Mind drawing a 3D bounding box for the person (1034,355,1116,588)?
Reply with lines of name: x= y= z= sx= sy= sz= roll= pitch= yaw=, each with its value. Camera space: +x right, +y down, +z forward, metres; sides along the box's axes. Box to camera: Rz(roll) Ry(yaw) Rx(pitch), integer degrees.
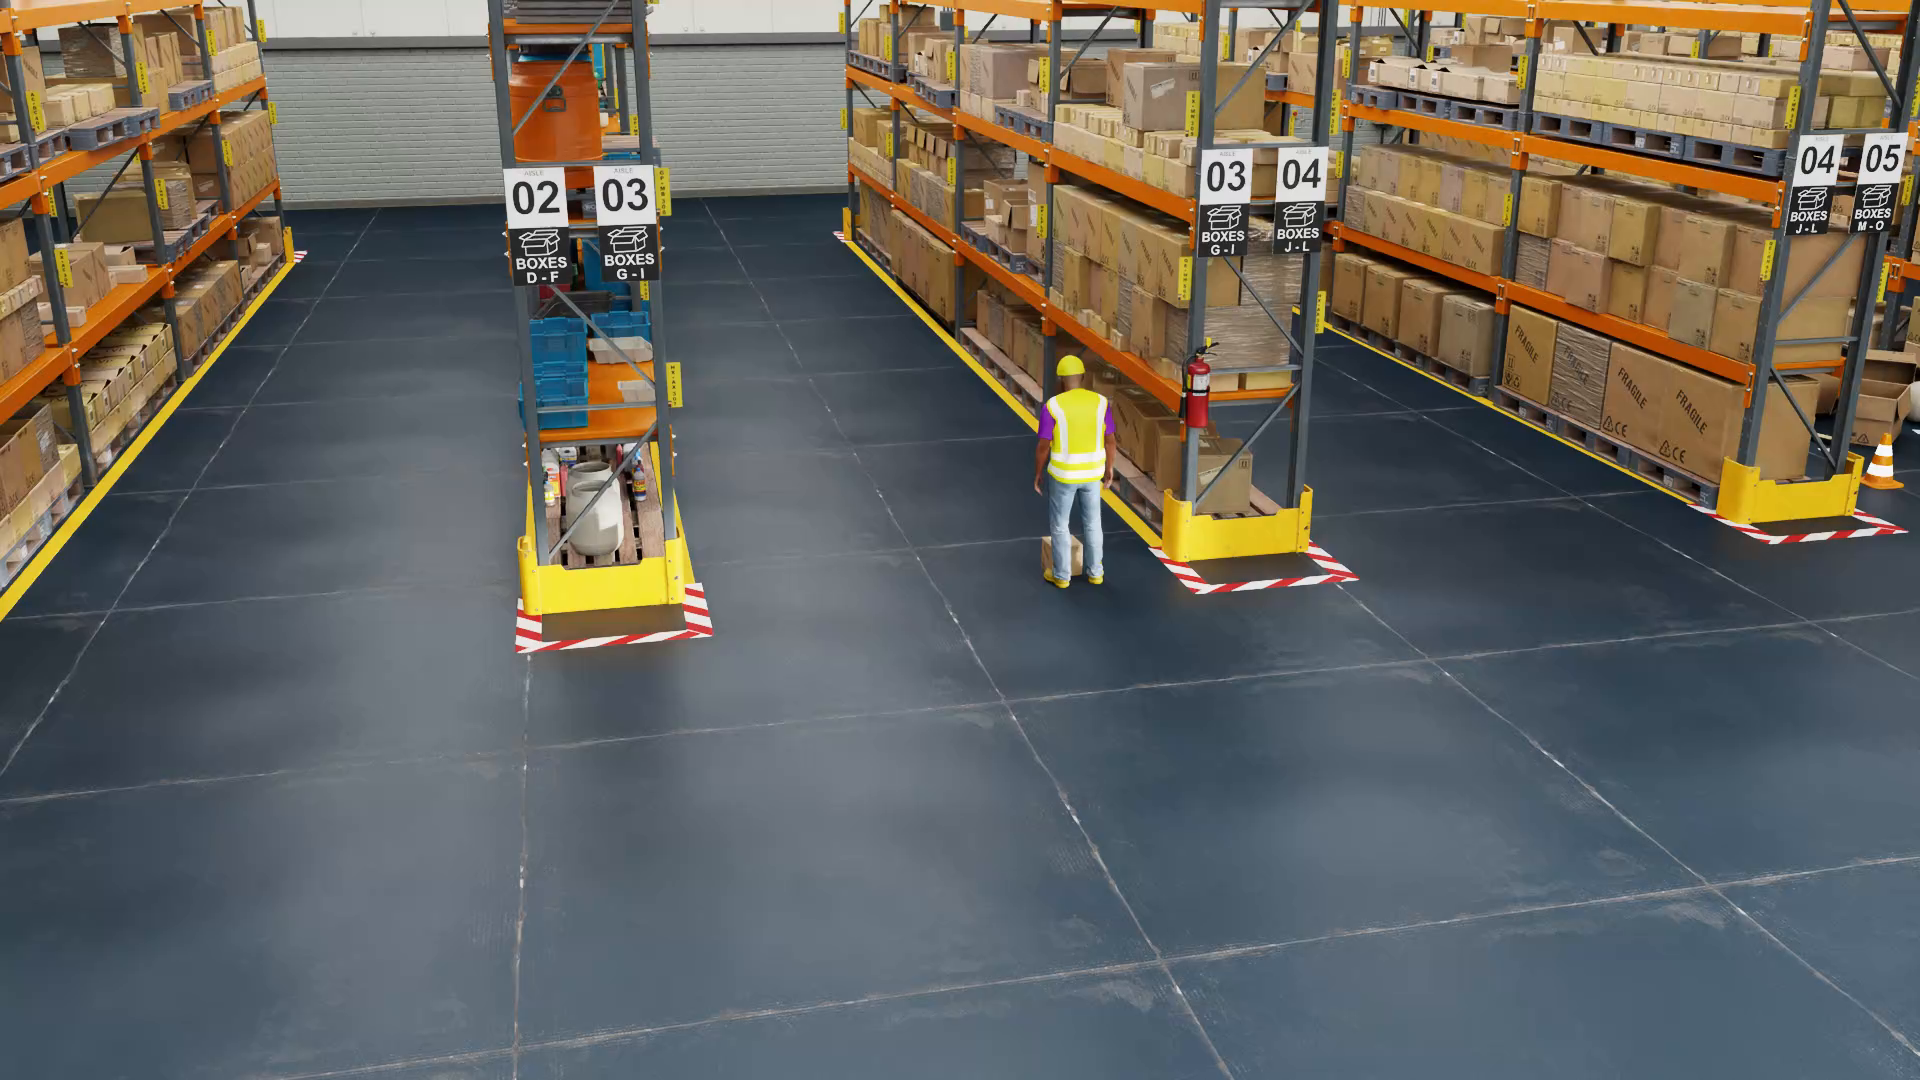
person: x=0.857 y=-0.516 z=12.499 sx=0.631 sy=1.760 sz=0.463 roll=-5 pitch=20 yaw=-13
